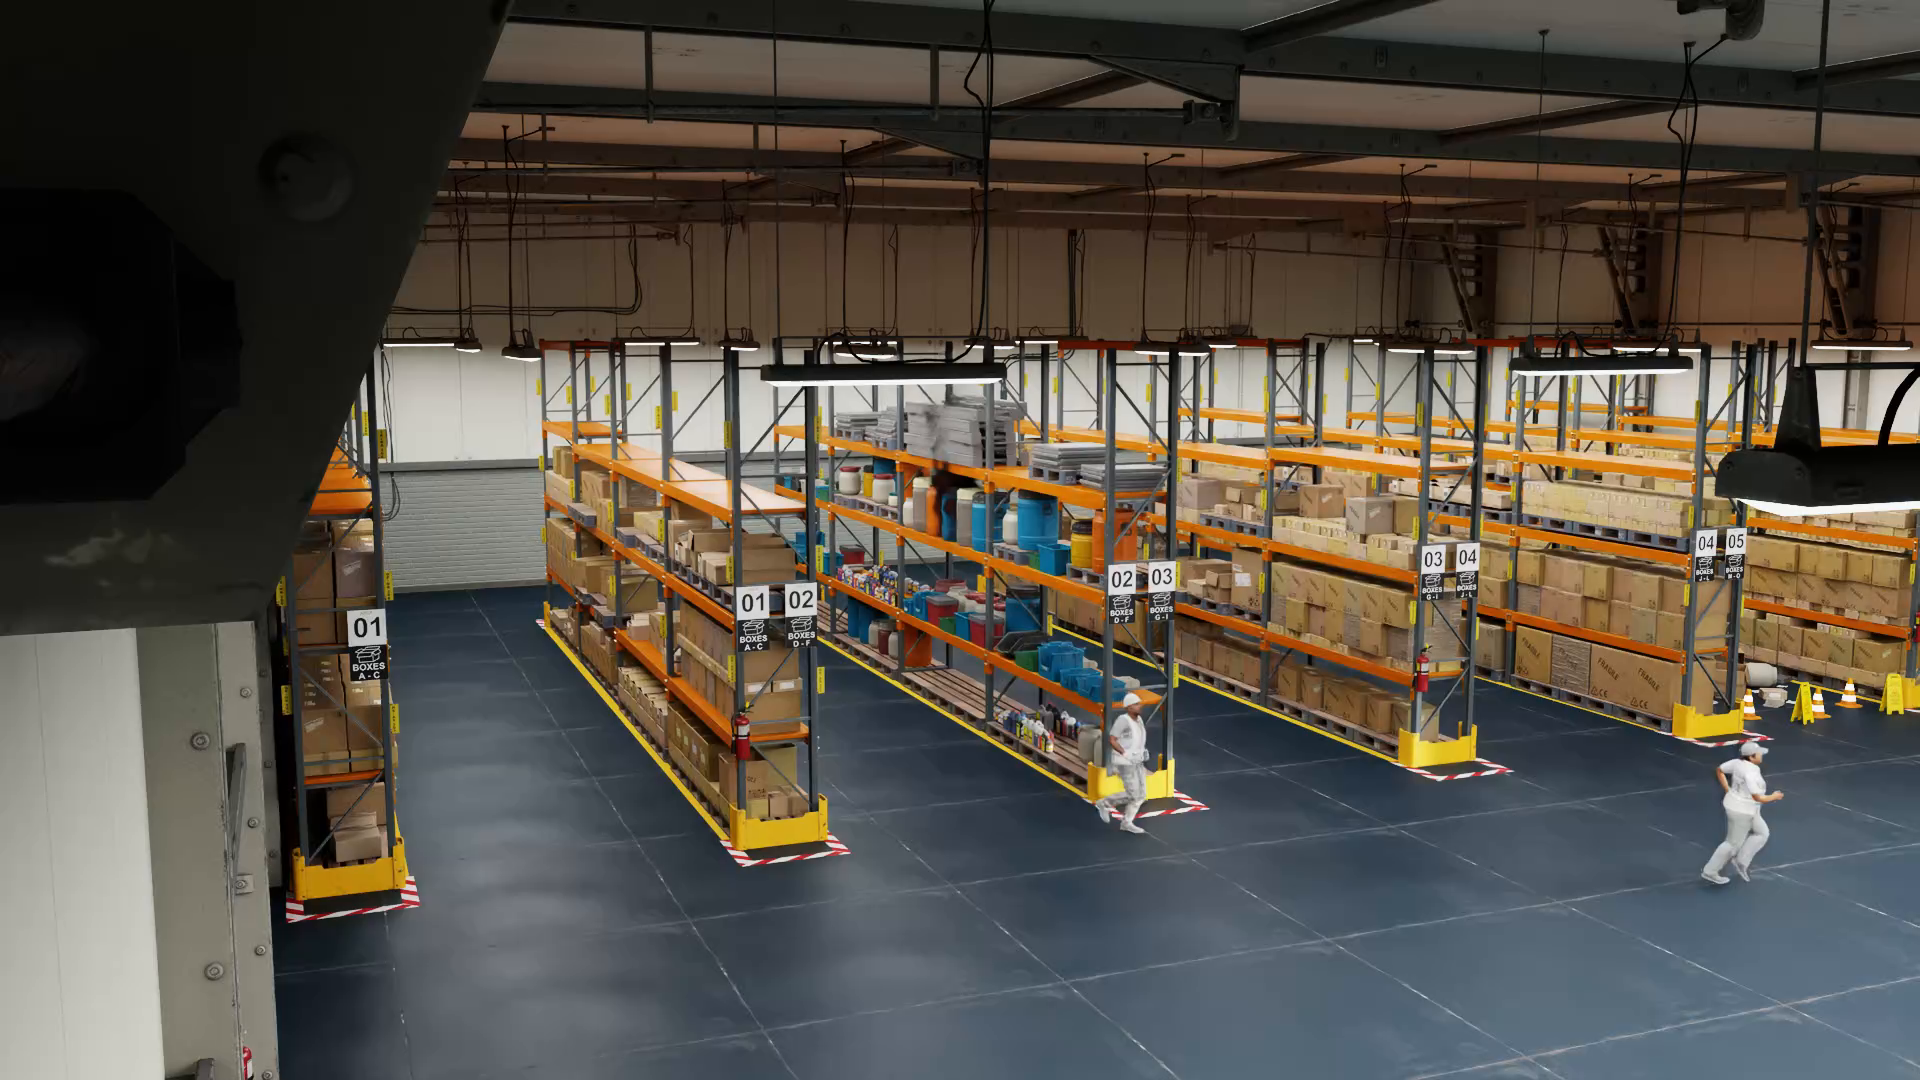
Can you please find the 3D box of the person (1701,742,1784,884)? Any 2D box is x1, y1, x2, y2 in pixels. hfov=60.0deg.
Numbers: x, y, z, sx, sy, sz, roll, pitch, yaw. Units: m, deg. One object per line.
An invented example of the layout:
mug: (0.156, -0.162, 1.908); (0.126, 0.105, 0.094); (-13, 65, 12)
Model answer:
person: (8.828, 3.078, 18.778); (0.834, 1.655, 0.613); (2, 8, 12)

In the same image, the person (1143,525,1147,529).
person: (4.330, 0.450, 38.853); (0.645, 1.640, 0.952); (-2, 8, -14)

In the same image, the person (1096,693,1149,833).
person: (2.082, 2.774, 20.858); (0.608, 1.735, 0.707); (5, 9, 31)
